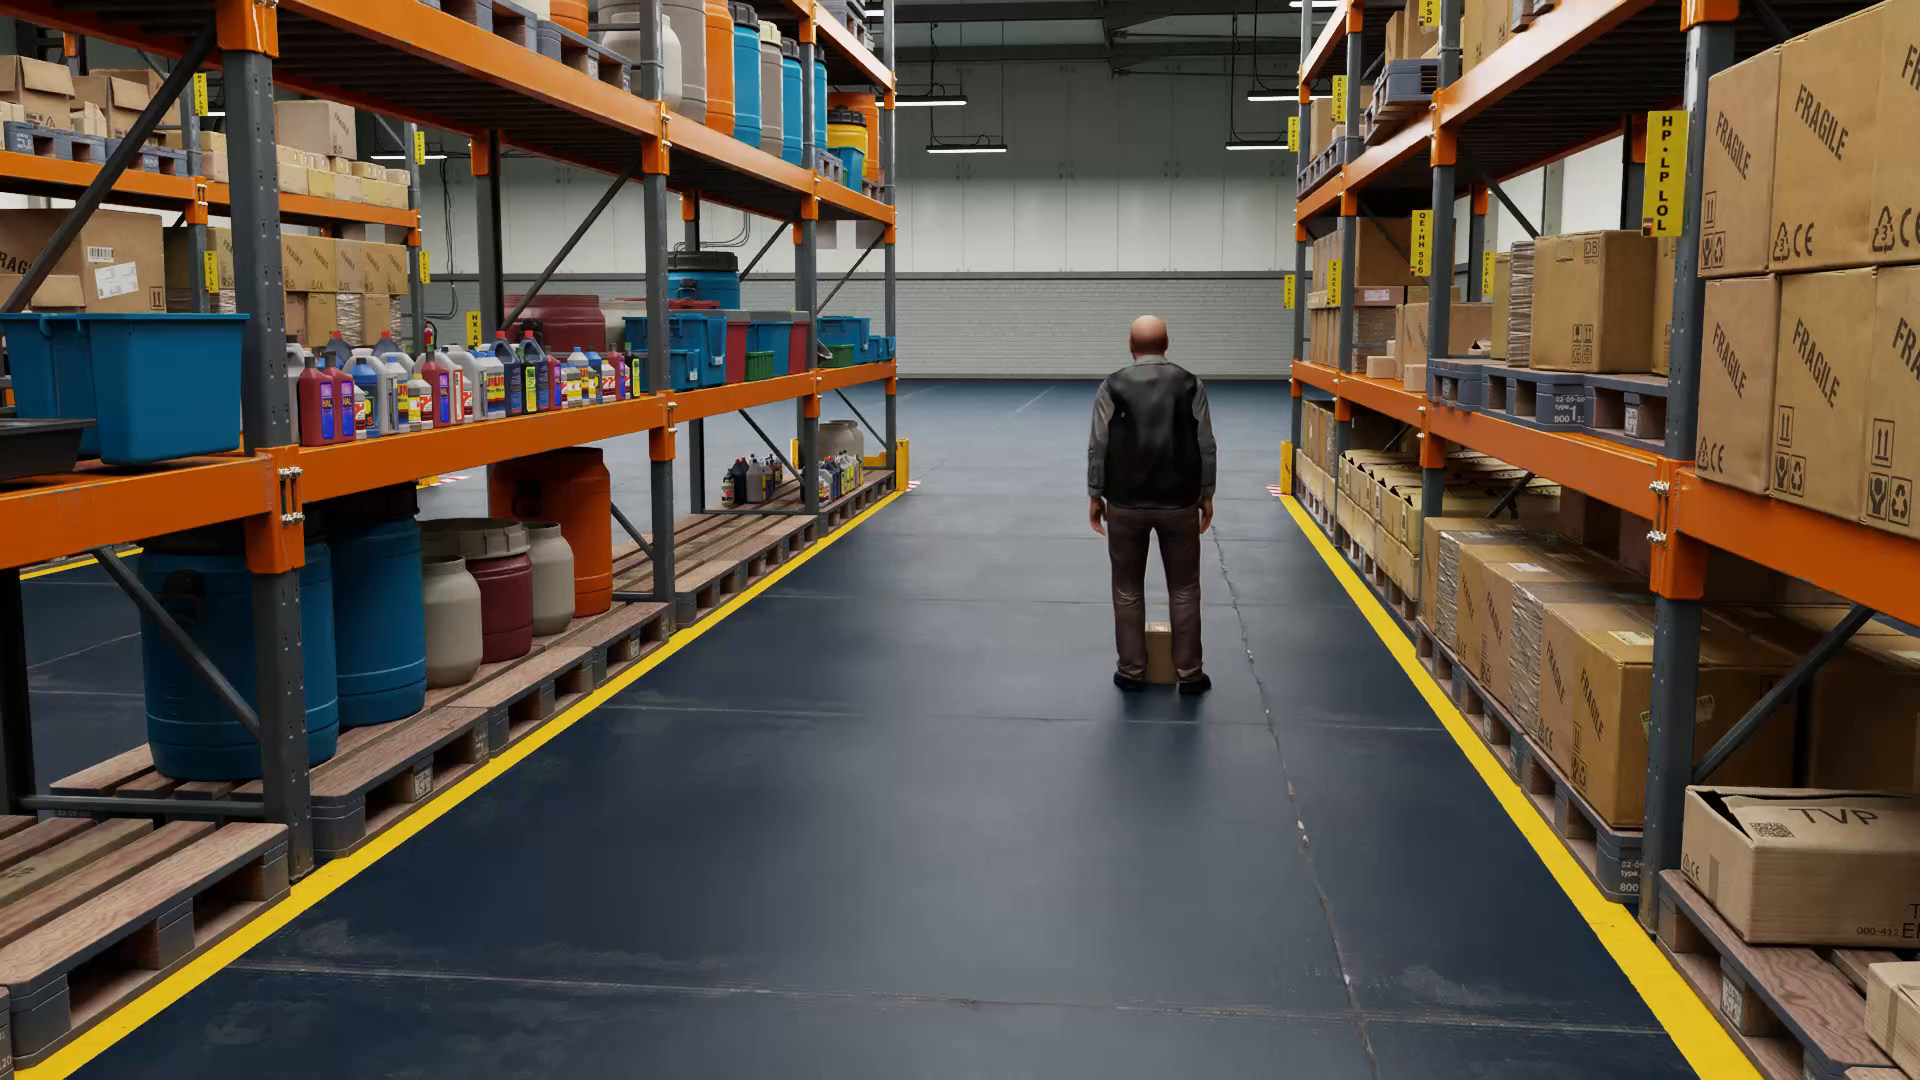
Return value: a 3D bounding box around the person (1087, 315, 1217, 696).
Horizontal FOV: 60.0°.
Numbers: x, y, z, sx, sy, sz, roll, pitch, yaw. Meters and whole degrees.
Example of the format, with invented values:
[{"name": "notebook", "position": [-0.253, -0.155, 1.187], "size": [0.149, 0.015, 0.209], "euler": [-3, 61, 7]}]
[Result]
[{"name": "person", "position": [0.874, -0.159, 7.588], "size": [0.593, 1.720, 0.474], "euler": [0, 8, 3]}]
